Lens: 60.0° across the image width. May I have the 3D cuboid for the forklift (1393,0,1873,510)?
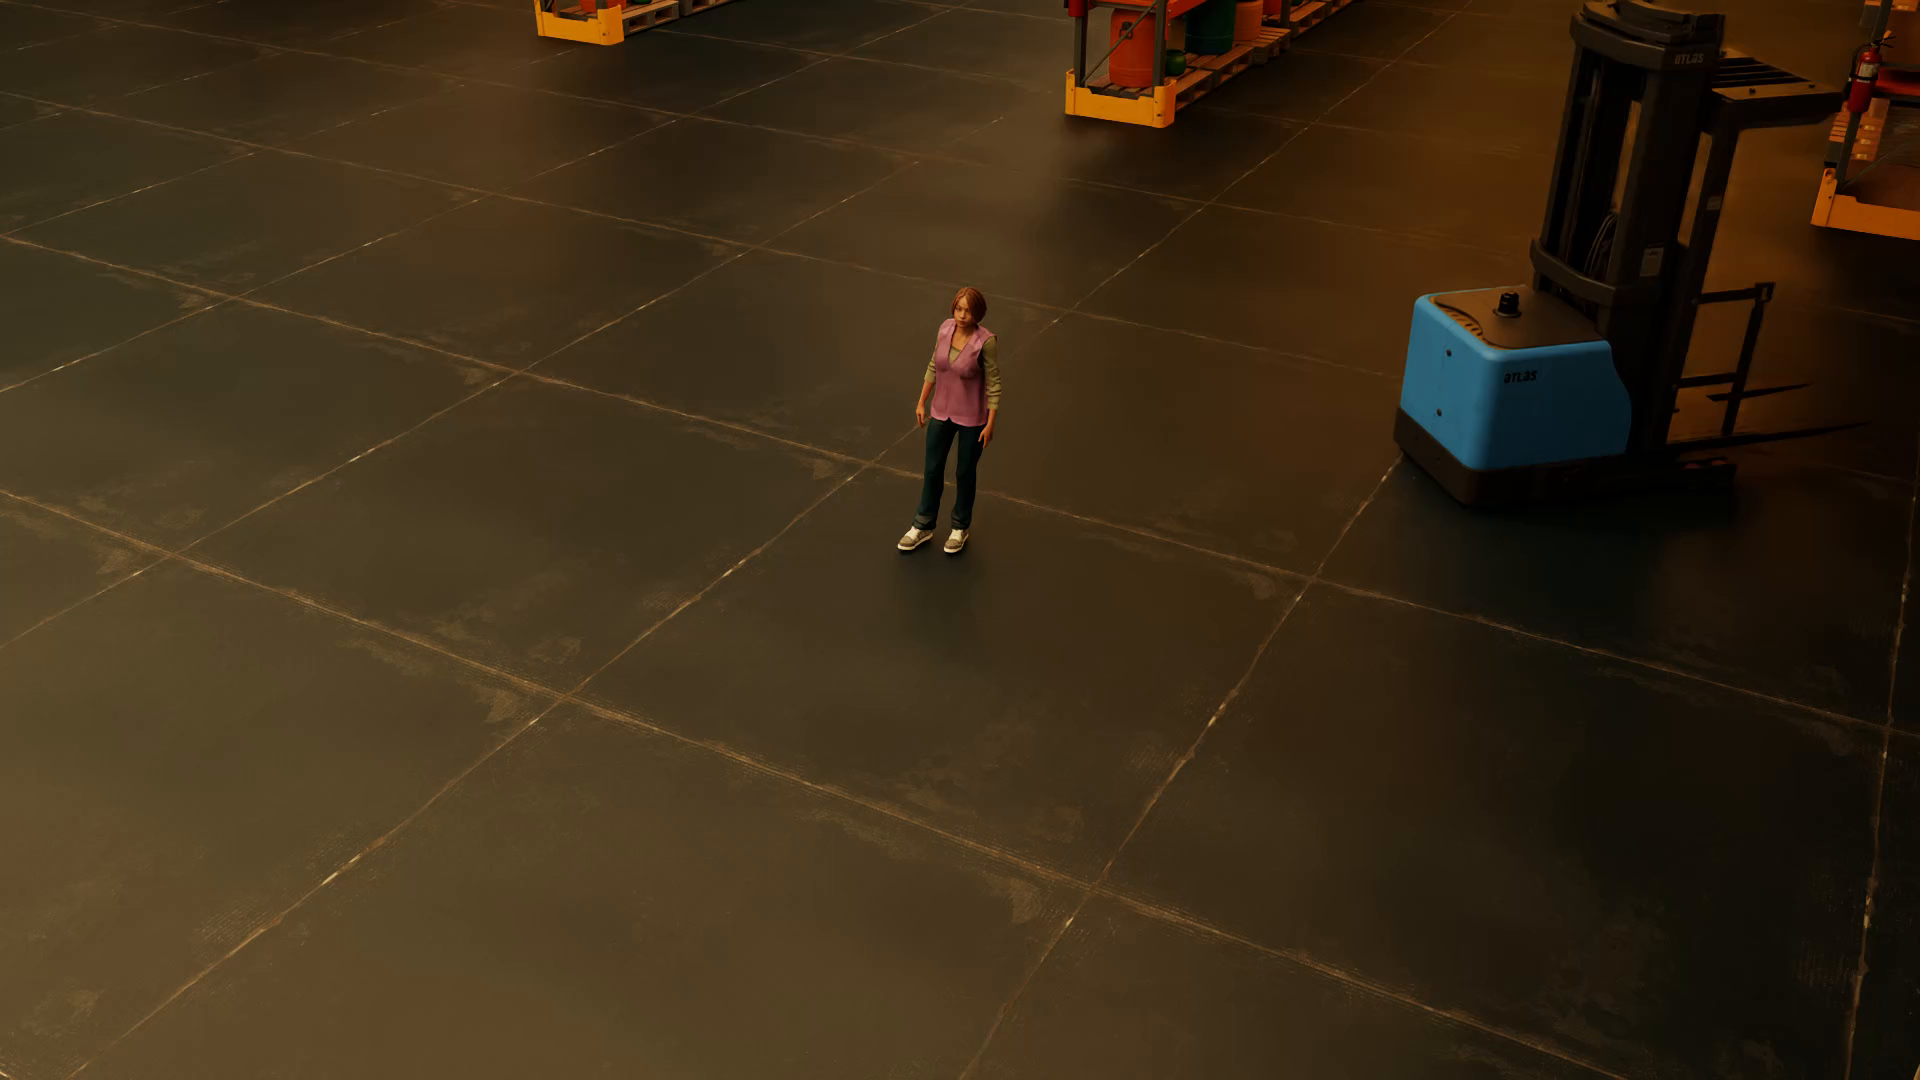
[{"bbox_3d":[4.443,-1.839,10.258,3.031,2.935,1.130,-7,31,-12],"label":"forklift"}]

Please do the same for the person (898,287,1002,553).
[{"bbox_3d":[-0.048,-0.669,9.550,0.520,1.596,0.475,15,33,25],"label":"person"}]
